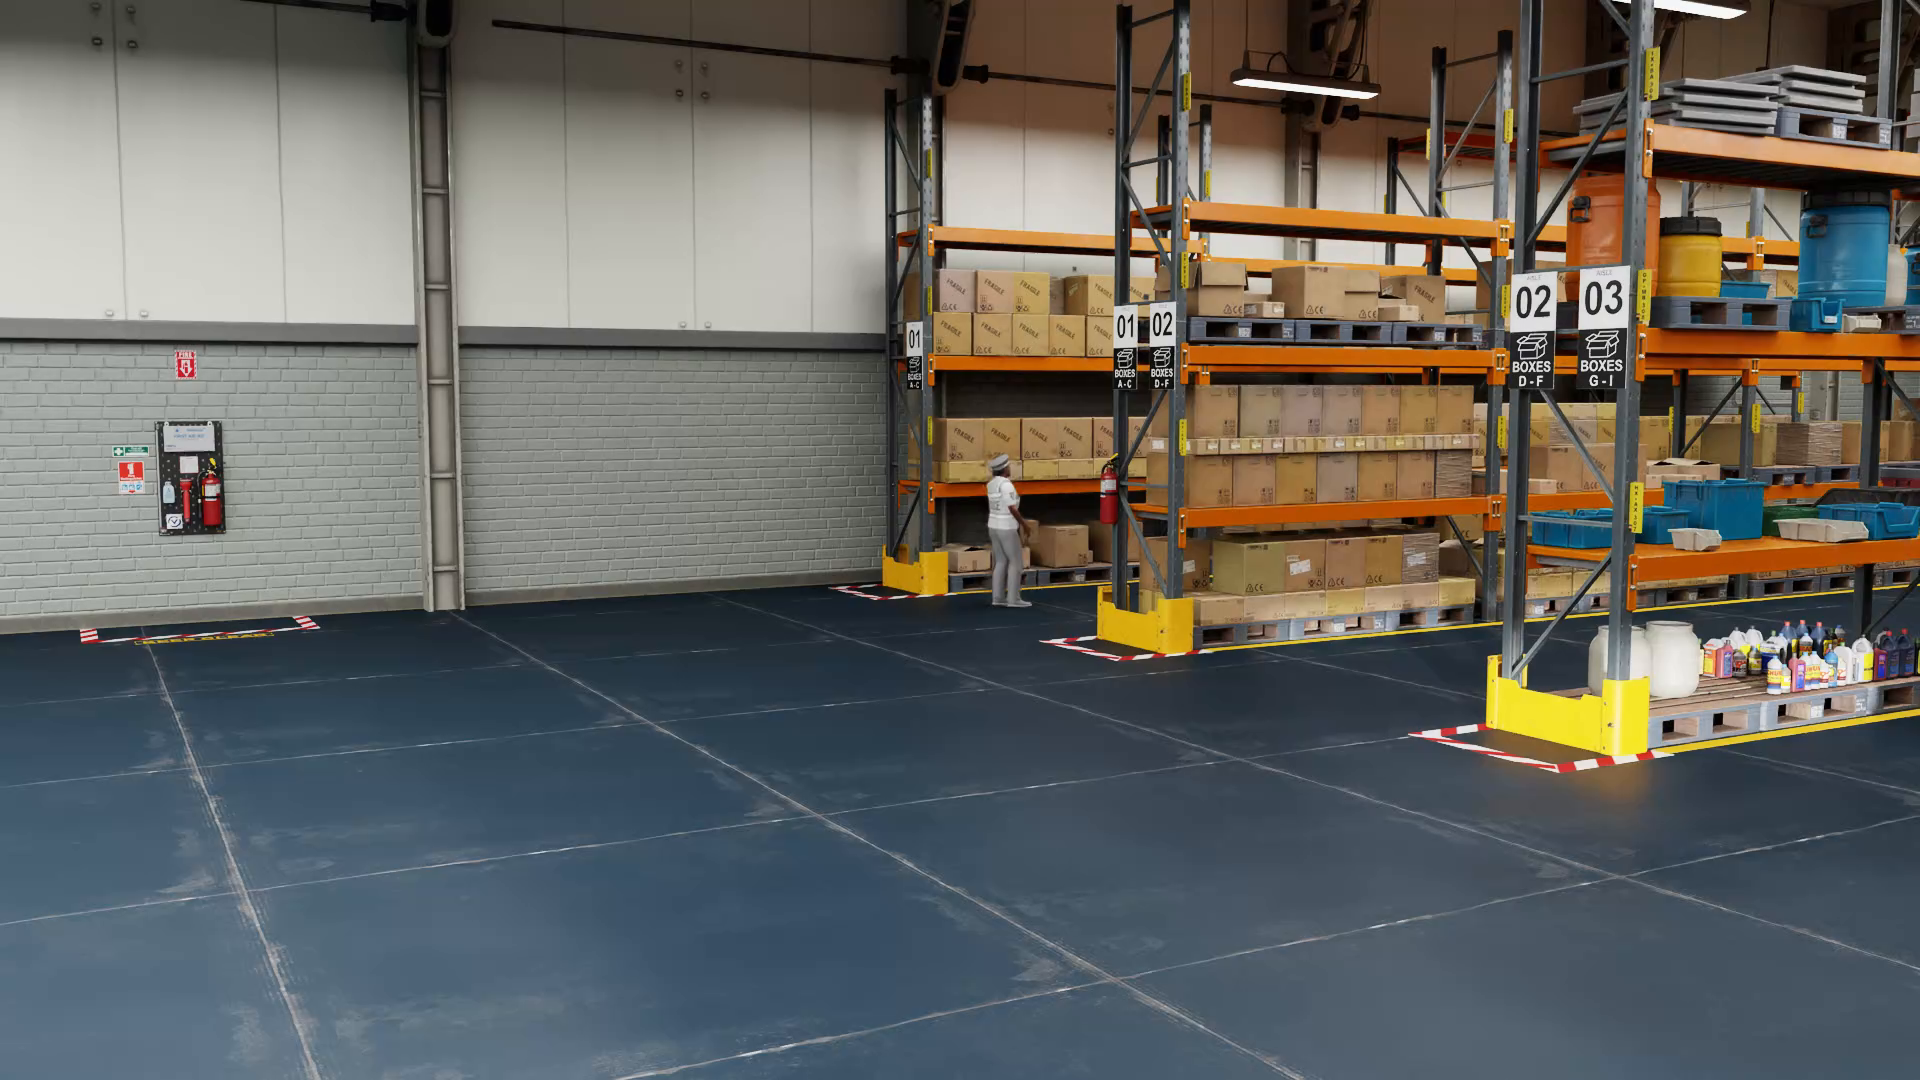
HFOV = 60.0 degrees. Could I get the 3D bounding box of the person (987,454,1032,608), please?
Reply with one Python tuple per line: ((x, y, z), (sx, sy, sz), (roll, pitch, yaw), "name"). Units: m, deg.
((0.536, -0.107, 18.524), (0.435, 1.698, 0.535), (-3, 6, -29), "person")
